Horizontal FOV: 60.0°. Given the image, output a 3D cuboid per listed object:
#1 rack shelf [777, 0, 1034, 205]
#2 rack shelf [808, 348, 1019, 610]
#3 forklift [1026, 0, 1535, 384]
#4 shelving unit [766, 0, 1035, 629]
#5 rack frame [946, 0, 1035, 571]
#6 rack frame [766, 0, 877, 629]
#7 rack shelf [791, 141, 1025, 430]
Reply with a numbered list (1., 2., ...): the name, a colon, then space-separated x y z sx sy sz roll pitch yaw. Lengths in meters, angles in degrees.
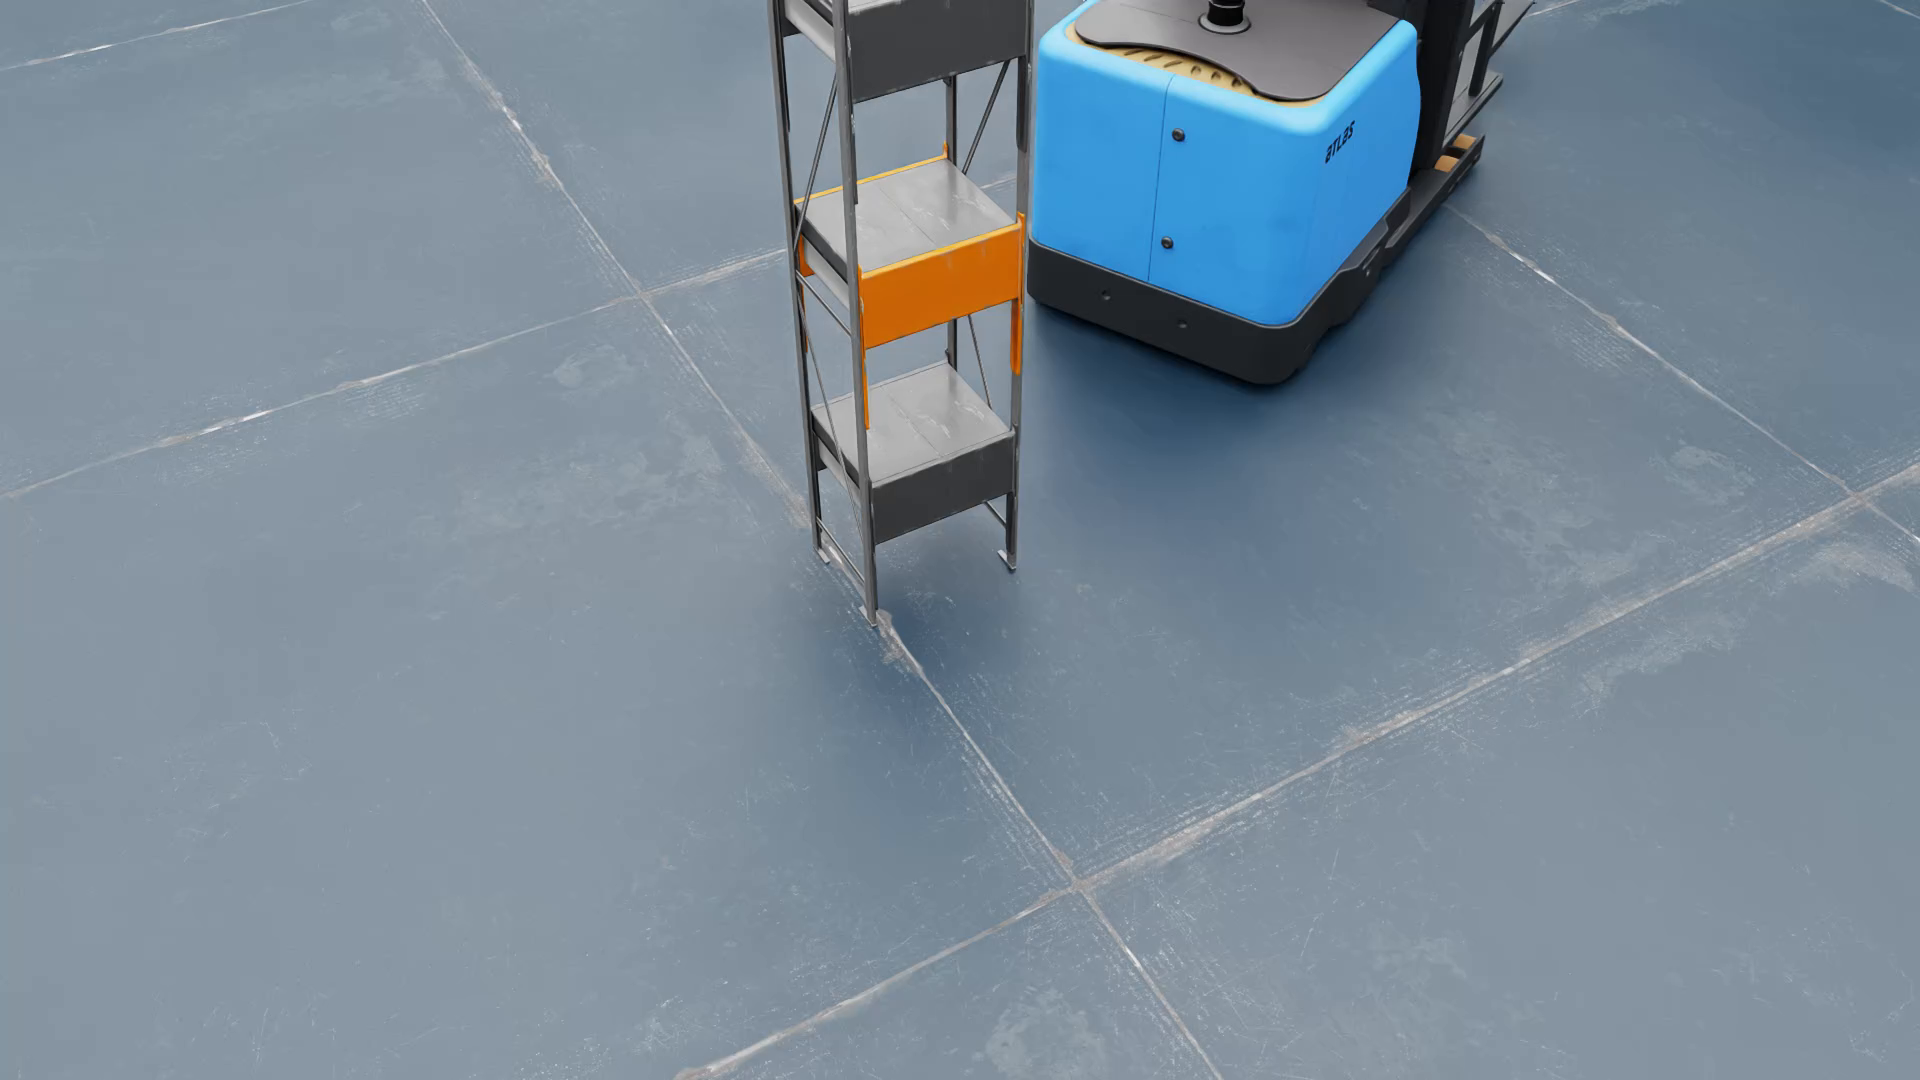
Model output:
1. rack shelf: -0.144 -1.189 3.982 0.480 0.518 0.431 -22 48 -21
2. rack shelf: -0.144 -0.184 4.957 0.480 0.518 0.431 -22 48 -21
3. forklift: 1.468 -2.586 5.810 1.130 2.935 3.031 24 49 23
4. shelving unit: -0.144 -0.696 4.460 0.503 2.100 0.431 -22 48 -21
5. rack frame: 0.068 -0.781 4.547 0.015 2.100 0.400 -22 48 -21
6. rack frame: -0.355 -0.611 4.372 0.015 2.100 0.400 -22 48 -21
7. rack shelf: -0.144 -0.686 4.469 0.480 0.518 0.431 -22 48 -21
